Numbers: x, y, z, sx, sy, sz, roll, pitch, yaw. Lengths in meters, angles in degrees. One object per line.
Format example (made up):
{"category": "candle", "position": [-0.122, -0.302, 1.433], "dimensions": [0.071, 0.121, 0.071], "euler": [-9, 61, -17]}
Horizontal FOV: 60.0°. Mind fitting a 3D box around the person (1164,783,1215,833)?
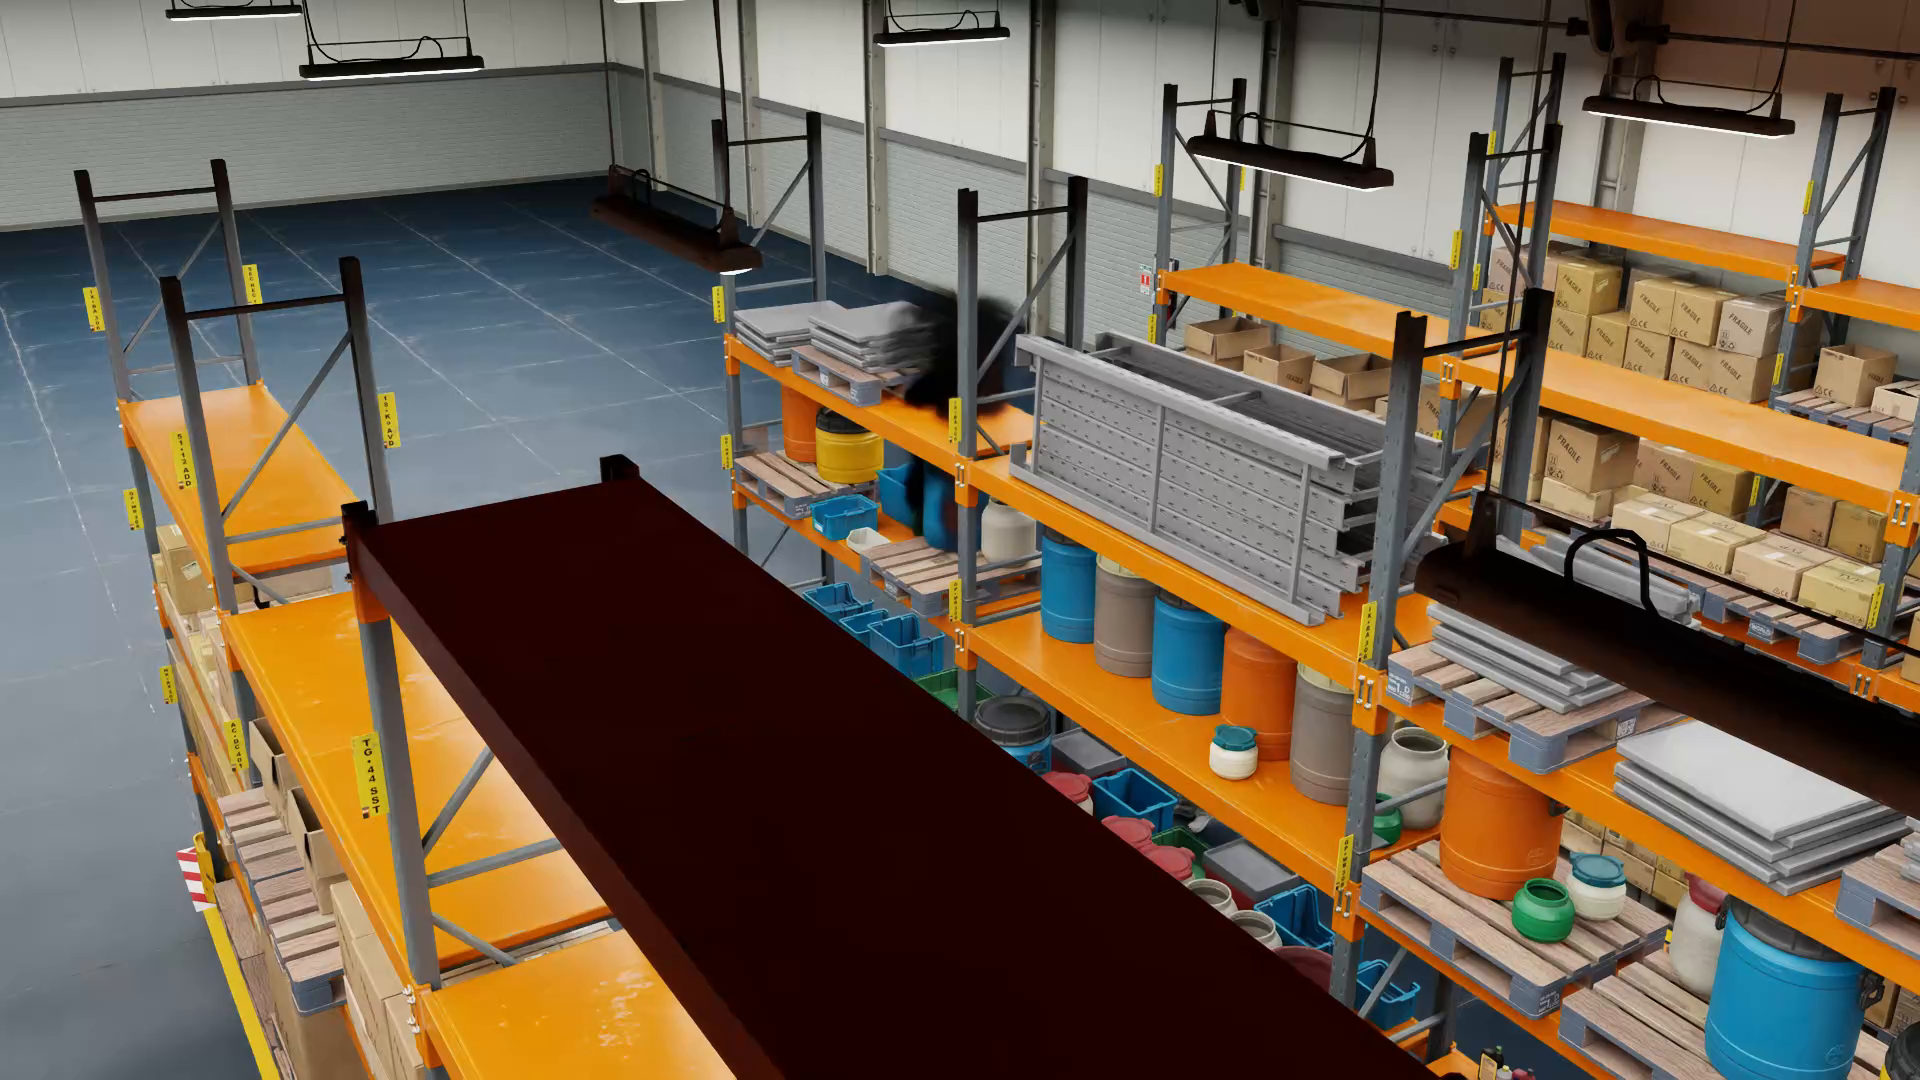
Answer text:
{"category": "person", "position": [1.974, 1.730, 14.906], "dimensions": [0.922, 1.615, 0.642], "euler": [14, 26, 32]}
